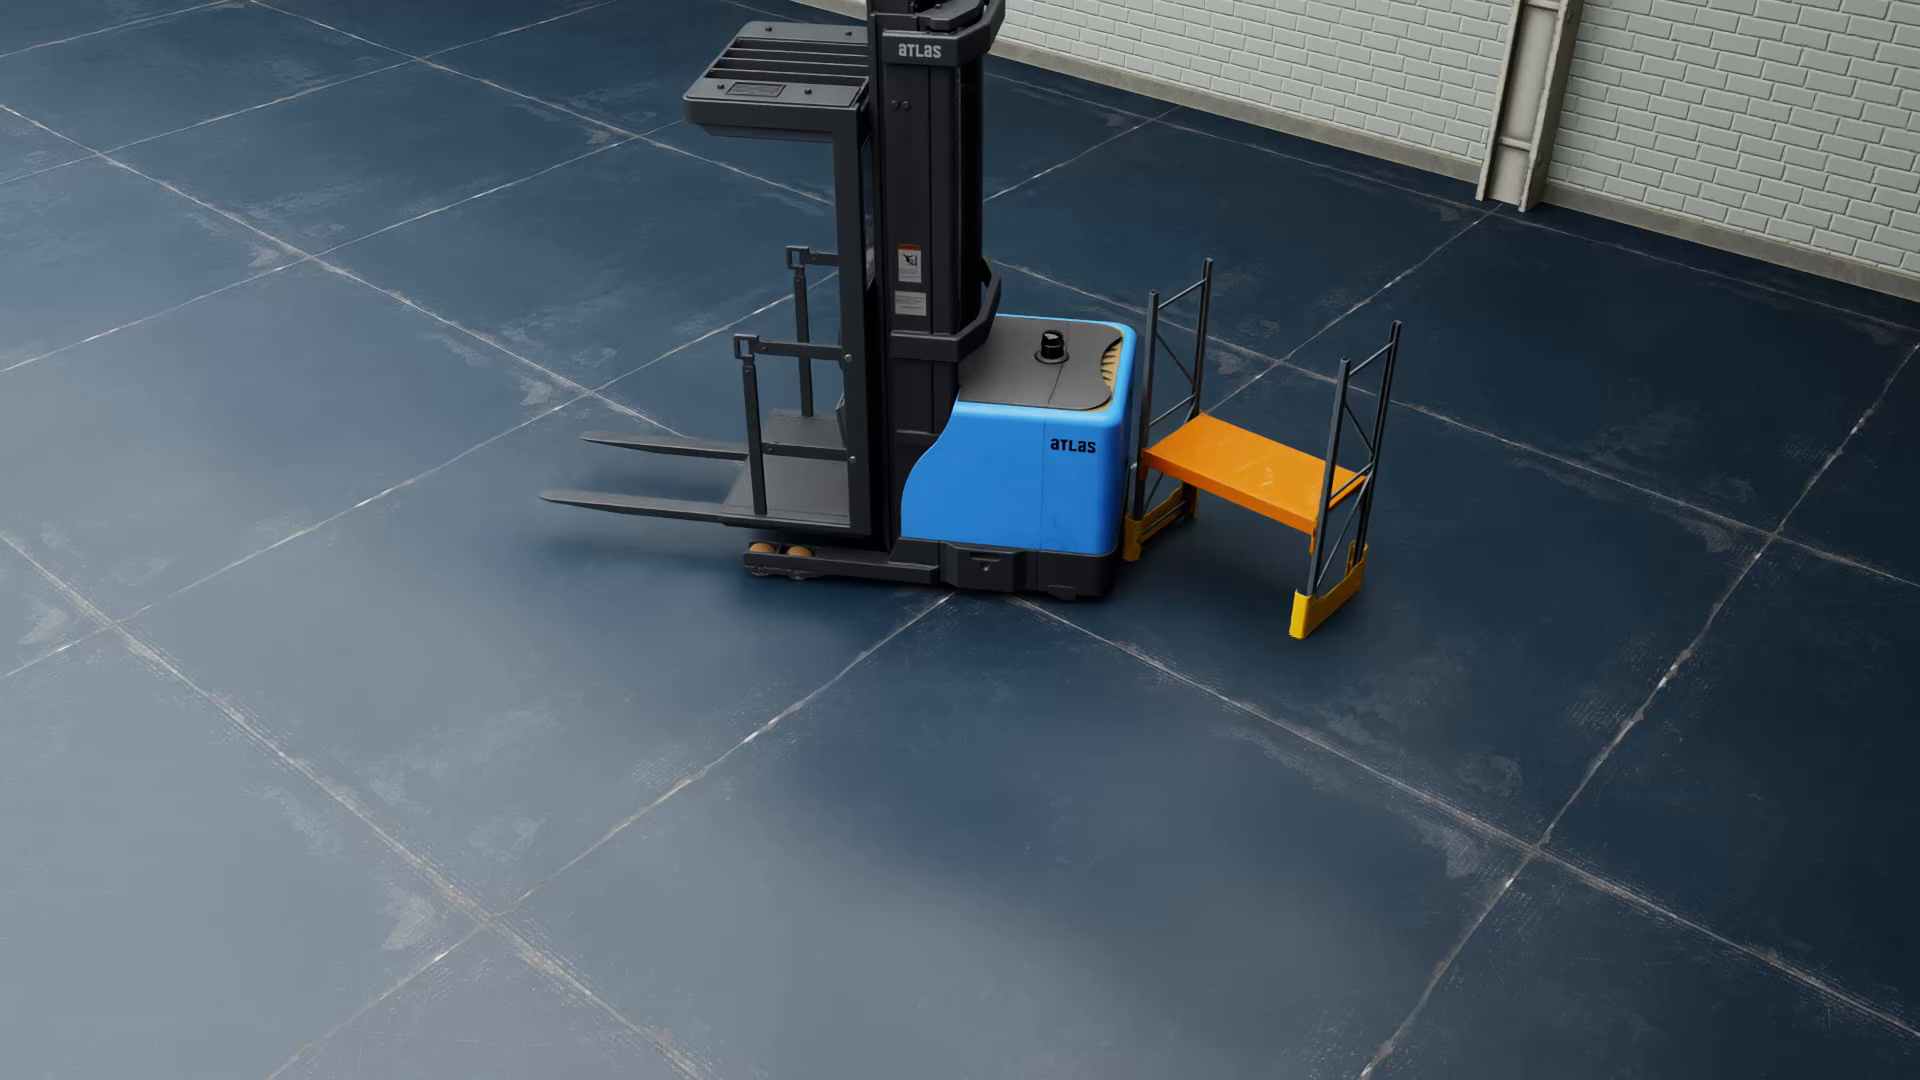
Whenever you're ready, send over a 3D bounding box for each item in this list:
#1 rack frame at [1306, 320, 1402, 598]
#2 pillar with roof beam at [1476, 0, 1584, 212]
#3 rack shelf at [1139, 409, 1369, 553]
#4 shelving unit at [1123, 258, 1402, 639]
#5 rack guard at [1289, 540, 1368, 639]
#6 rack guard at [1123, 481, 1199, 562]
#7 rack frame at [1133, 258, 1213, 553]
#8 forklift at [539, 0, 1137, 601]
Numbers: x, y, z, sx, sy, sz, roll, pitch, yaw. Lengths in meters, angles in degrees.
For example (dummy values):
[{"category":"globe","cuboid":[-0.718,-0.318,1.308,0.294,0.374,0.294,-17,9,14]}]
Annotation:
[{"category":"rack frame","cuboid":[1.830,-0.267,7.813,0.032,1.500,0.500,26,42,32]},{"category":"pillar with roof beam","cuboid":[1.362,-4.392,7.196,0.400,9.000,9.100,25,42,32]},{"category":"rack shelf","cuboid":[1.444,-0.305,8.188,1.000,0.185,0.538,26,42,32]},{"category":"shelving unit","cuboid":[1.437,-0.457,8.091,1.083,1.500,0.587,26,42,32]},{"category":"rack guard","cuboid":[1.815,0.241,8.178,0.087,0.250,0.587,26,42,32]},{"category":"rack guard","cuboid":[1.058,-0.125,8.711,0.087,0.250,0.587,26,42,32]},{"category":"rack frame","cuboid":[1.057,-0.641,8.358,0.032,1.500,0.500,26,42,32]},{"category":"forklift","cuboid":[-0.653,-1.295,8.047,3.031,2.935,1.130,5,35,8]}]
